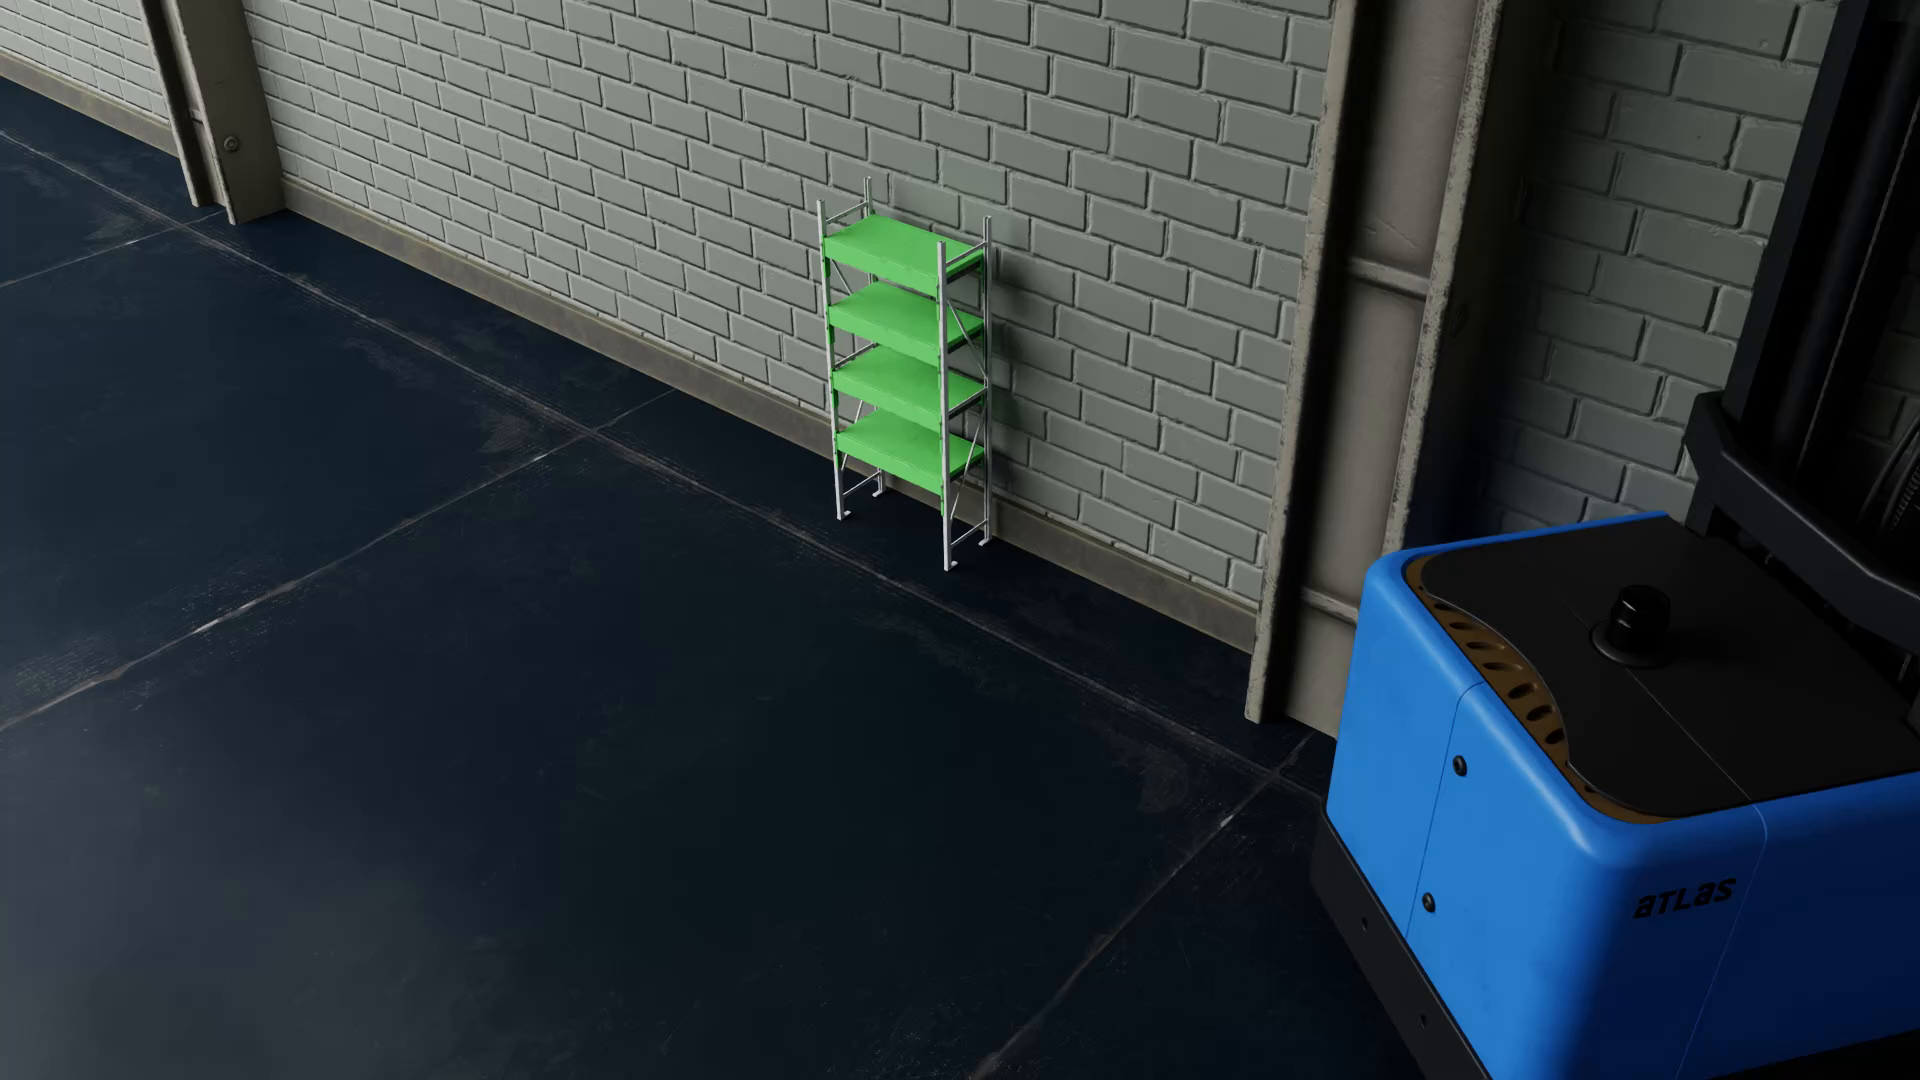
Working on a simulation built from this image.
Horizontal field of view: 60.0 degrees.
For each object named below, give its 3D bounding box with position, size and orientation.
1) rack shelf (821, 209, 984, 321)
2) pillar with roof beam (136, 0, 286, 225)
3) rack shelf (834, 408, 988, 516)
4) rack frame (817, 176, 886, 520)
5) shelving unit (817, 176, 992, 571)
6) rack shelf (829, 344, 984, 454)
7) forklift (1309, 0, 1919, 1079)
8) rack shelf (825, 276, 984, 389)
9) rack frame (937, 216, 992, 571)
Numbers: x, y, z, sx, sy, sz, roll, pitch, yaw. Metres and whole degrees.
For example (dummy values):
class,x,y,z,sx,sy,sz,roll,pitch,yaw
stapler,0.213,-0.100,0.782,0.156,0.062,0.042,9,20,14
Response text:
class,x,y,z,sx,sy,sz,roll,pitch,yaw
rack shelf,-0.172,-0.868,5.215,0.480,0.148,0.258,25,43,31
pillar with roof beam,-6.266,-3.476,2.863,0.400,9.000,9.100,25,42,32
rack shelf,-0.164,-0.281,5.631,0.480,0.148,0.258,25,43,31
rack frame,-0.356,-0.616,5.583,0.015,1.200,0.240,25,43,31
shelving unit,-0.167,-0.529,5.455,0.503,1.200,0.258,25,43,31
rack shelf,-0.167,-0.476,5.492,0.480,0.148,0.258,25,43,31
forklift,2.486,-0.236,3.505,3.031,2.935,1.130,-8,35,-12
rack shelf,-0.169,-0.672,5.354,0.480,0.148,0.258,25,43,31
rack frame,0.022,-0.441,5.328,0.015,1.200,0.240,25,43,31
